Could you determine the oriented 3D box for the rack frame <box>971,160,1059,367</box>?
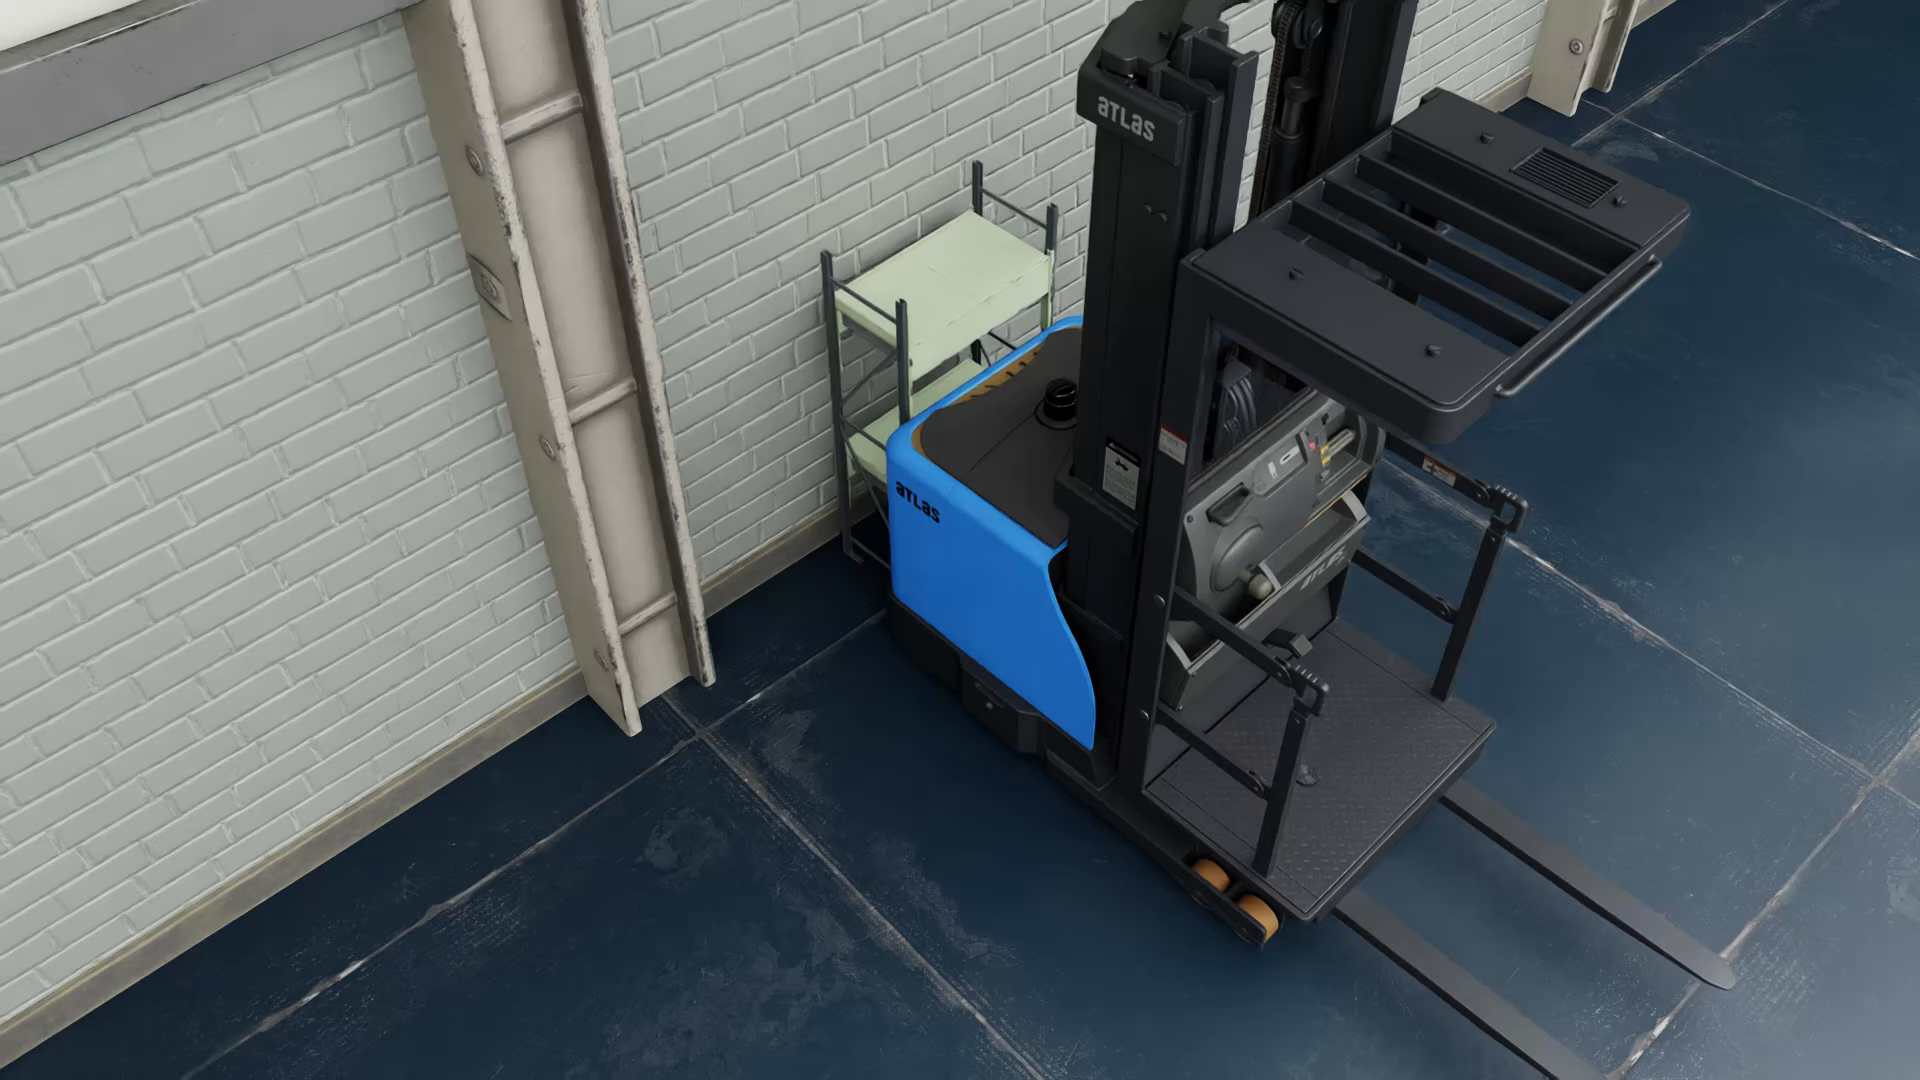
[{"bbox_3d":[0.193,-0.748,6.419,0.400,1.500,0.023,36,57,28],"label":"rack frame"}]

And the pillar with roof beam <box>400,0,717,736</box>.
[{"bbox_3d":[1.733,-0.170,0.784,0.400,9.000,9.100,-34,56,-27],"label":"pillar with roof beam"}]

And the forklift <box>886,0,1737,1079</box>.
[{"bbox_3d":[1.125,-0.092,4.841,1.130,2.935,3.031,-36,57,-29],"label":"forklift"}]

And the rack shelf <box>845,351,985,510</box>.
[{"bbox_3d":[-0.064,-0.335,6.482,0.431,0.370,0.720,36,57,28],"label":"rack shelf"}]

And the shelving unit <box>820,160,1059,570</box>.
[{"bbox_3d":[-0.064,-0.556,6.243,0.431,1.500,0.755,36,57,28],"label":"shelving unit"}]

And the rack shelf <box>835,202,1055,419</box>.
[{"bbox_3d":[-0.064,-0.821,5.956,0.431,0.370,0.720,36,57,28],"label":"rack shelf"}]

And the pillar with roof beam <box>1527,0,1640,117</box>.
[{"bbox_3d":[6.172,-3.136,3.521,0.400,9.000,9.100,-34,56,-27],"label":"pillar with roof beam"}]

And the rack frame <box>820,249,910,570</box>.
[{"bbox_3d":[-0.322,-0.365,6.066,0.400,1.500,0.023,36,57,28],"label":"rack frame"}]
